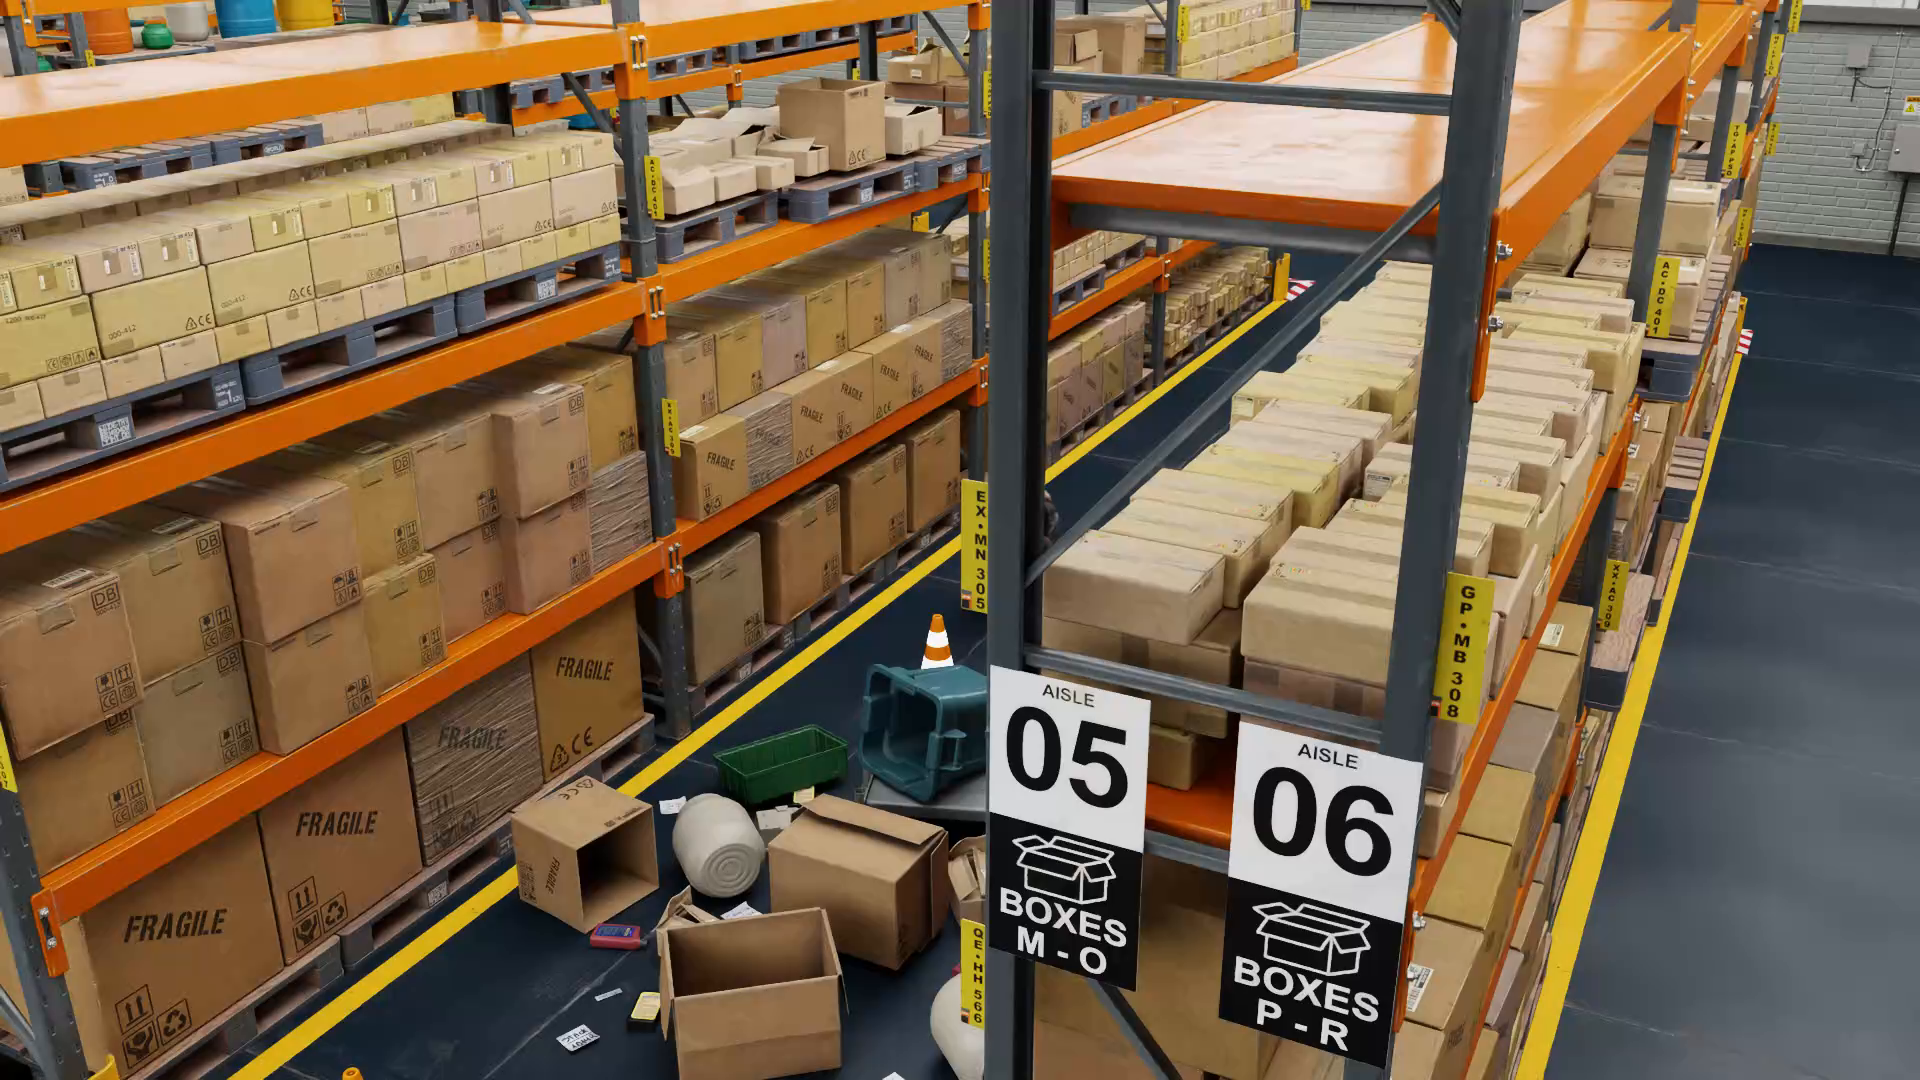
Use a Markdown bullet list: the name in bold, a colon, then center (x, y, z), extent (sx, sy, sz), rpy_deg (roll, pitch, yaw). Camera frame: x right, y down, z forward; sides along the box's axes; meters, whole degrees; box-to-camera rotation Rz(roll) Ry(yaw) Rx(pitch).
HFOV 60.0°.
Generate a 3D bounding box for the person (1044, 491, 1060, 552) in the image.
- **person**: center (0.414, 0.045, 11.686), extent (0.507, 0.860, 0.954), rpy_deg (10, 25, 23)
